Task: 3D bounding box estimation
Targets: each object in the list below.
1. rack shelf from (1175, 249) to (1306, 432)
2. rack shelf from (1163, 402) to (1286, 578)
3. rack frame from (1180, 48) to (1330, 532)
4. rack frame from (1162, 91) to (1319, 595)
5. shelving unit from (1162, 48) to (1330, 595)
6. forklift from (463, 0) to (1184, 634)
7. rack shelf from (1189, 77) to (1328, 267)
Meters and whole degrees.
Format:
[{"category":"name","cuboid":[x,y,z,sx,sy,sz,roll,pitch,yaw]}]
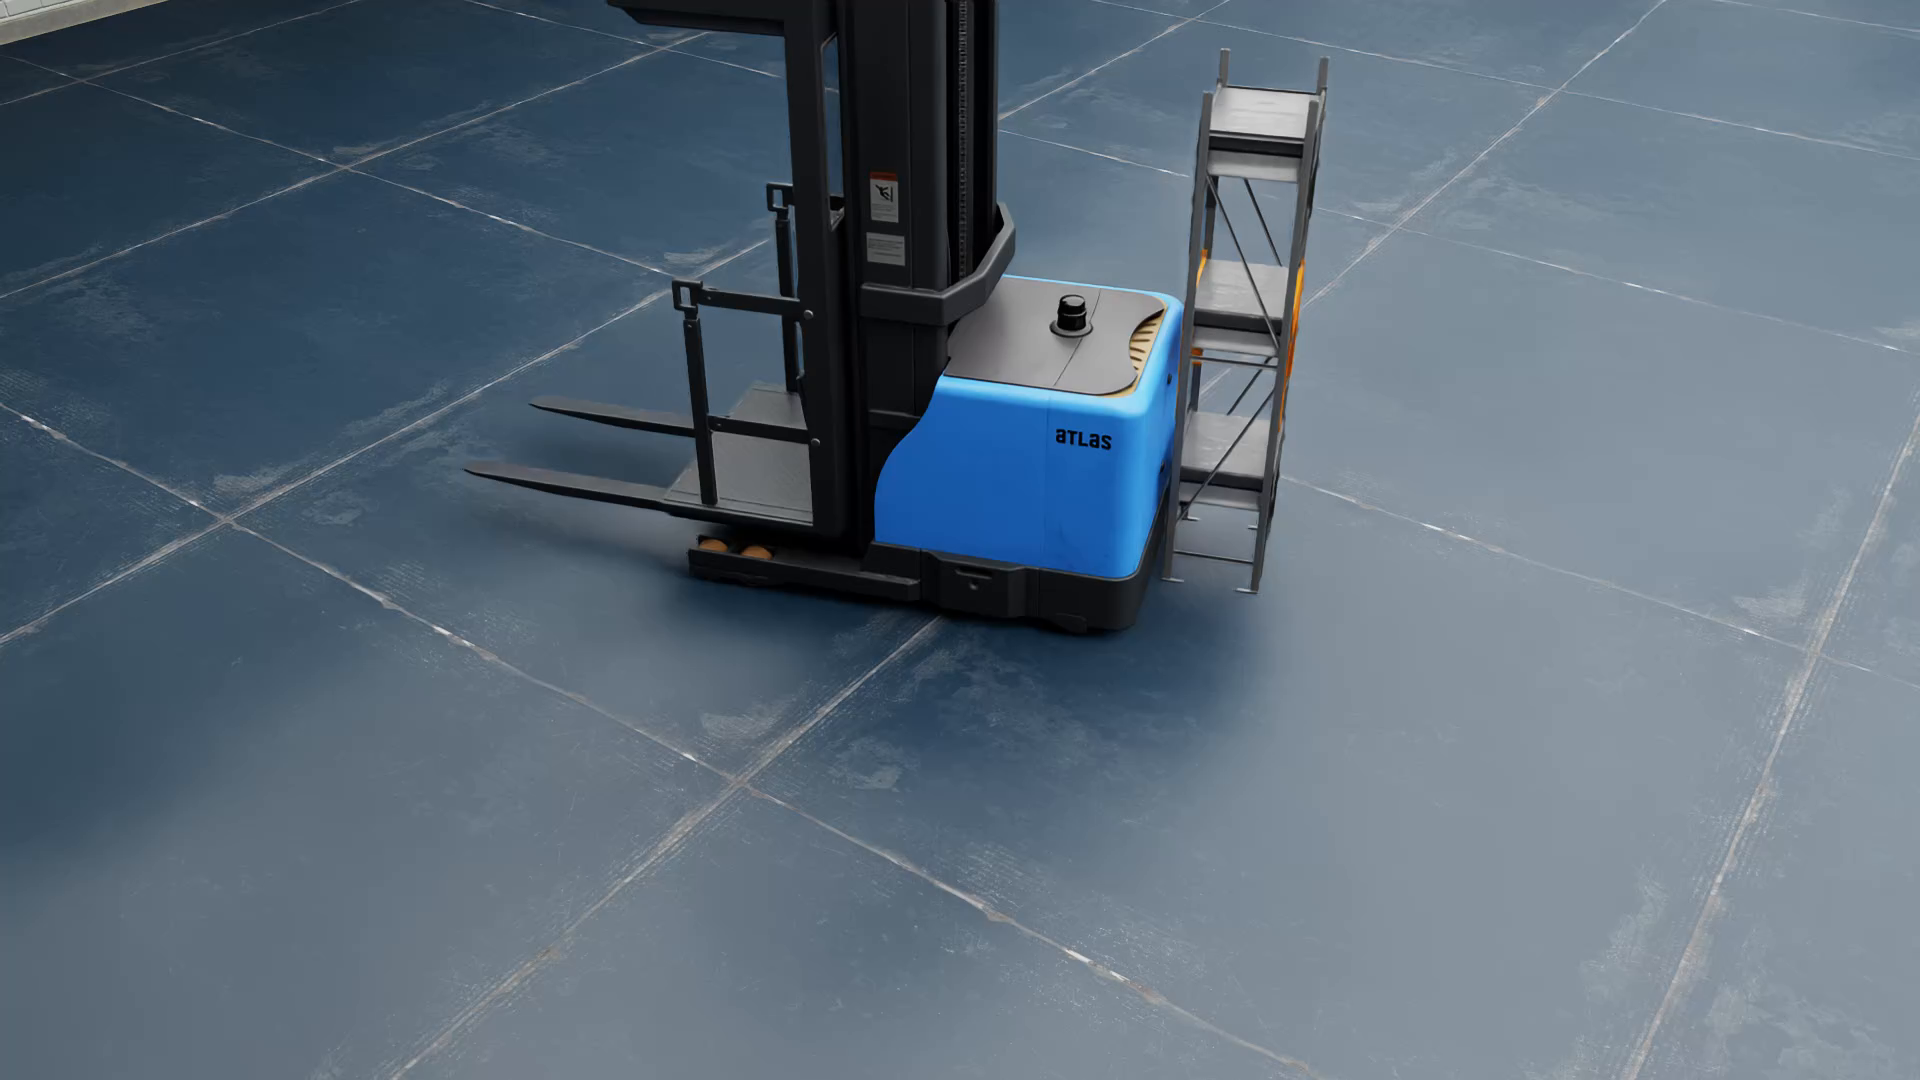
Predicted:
[{"category":"rack shelf","cuboid":[1.109,-0.794,6.574,0.431,0.518,0.480,8,35,12]},{"category":"rack shelf","cuboid":[1.109,-0.214,6.966,0.431,0.518,0.480,8,35,12]},{"category":"rack frame","cuboid":[1.170,-0.937,6.762,0.400,2.100,0.015,8,35,12]},{"category":"rack frame","cuboid":[1.047,-0.673,6.370,0.400,2.100,0.015,8,35,12]},{"category":"shelving unit","cuboid":[1.109,-0.805,6.566,0.431,2.100,0.503,8,35,12]},{"category":"forklift","cuboid":[-0.640,-1.295,6.548,3.031,2.935,1.130,9,35,13]},{"category":"rack shelf","cuboid":[1.109,-1.374,6.182,0.431,0.518,0.480,8,35,12]}]
